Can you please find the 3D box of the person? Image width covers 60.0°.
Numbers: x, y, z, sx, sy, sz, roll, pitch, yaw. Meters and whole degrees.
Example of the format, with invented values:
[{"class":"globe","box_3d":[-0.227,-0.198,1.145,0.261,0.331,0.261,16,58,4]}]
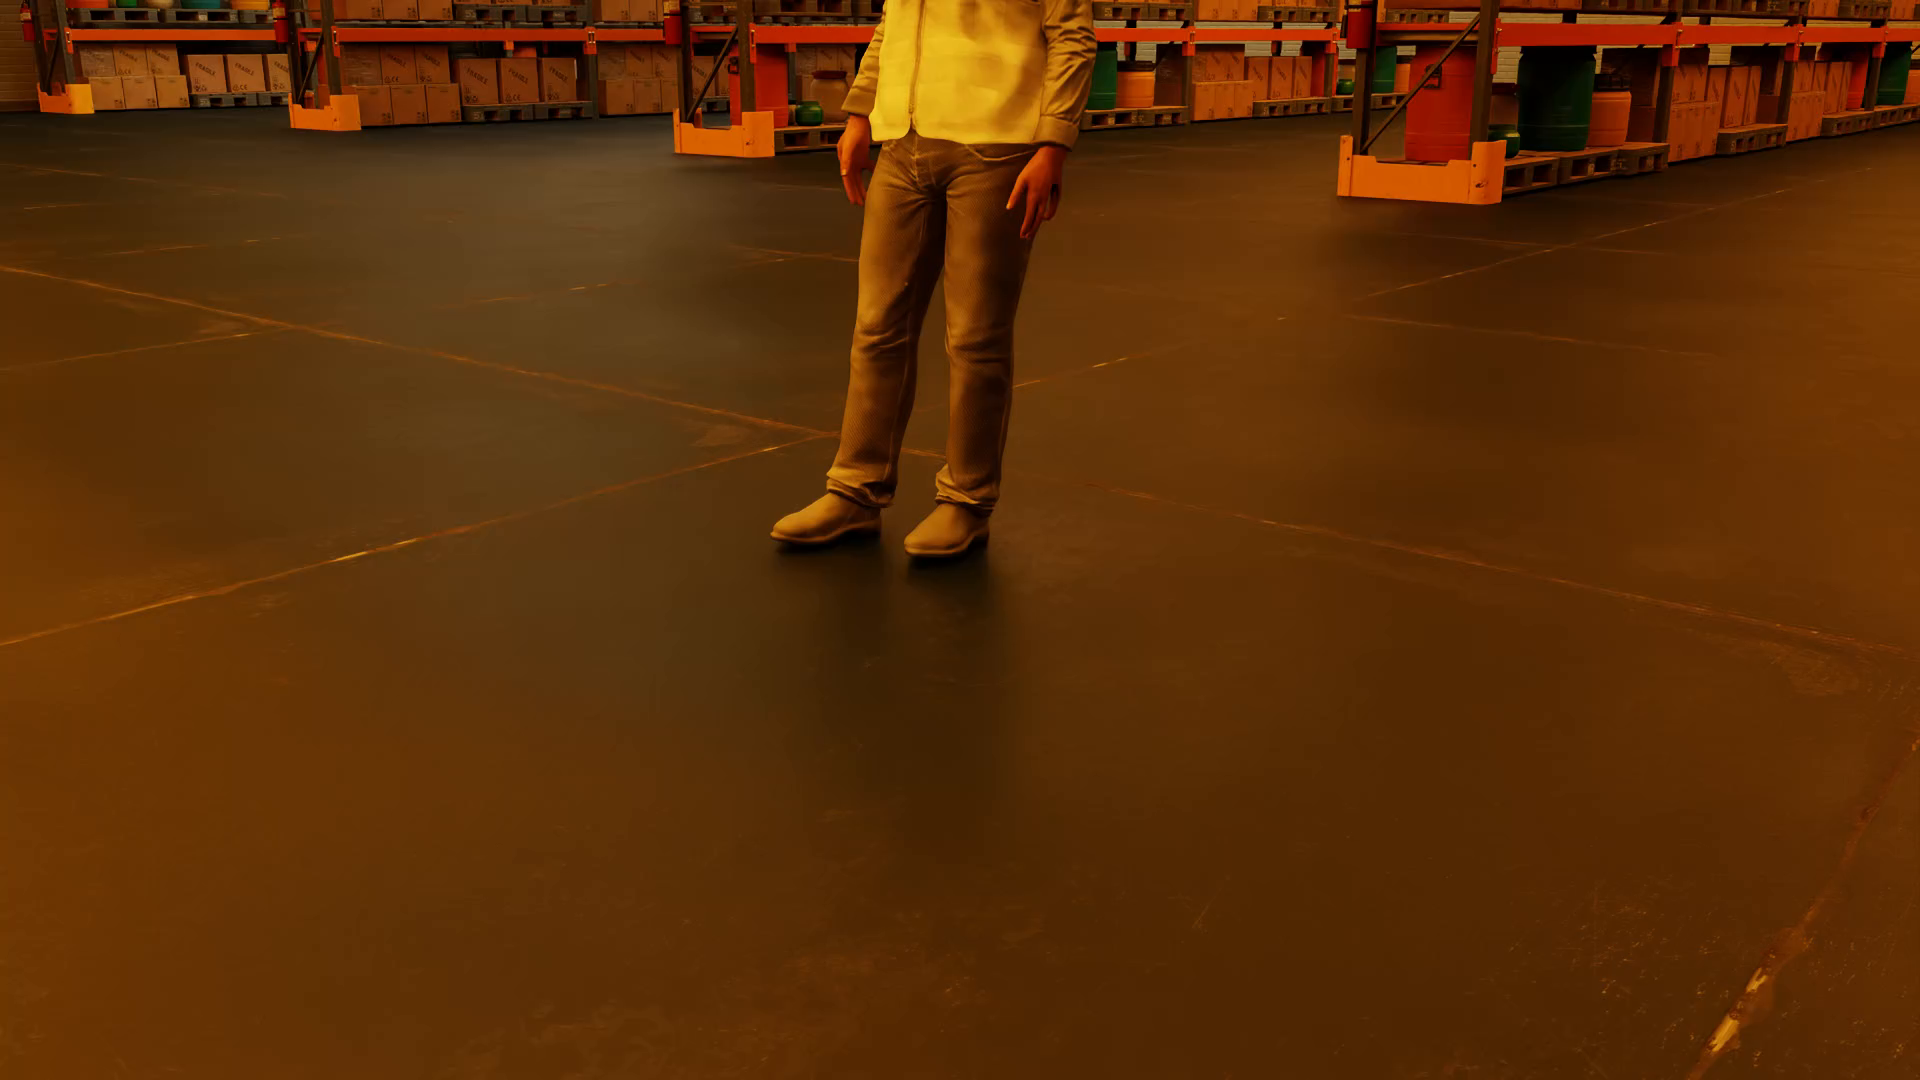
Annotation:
[{"class":"person","box_3d":[-0.046,-0.843,3.640,0.634,1.775,0.566,13,21,37]}]
